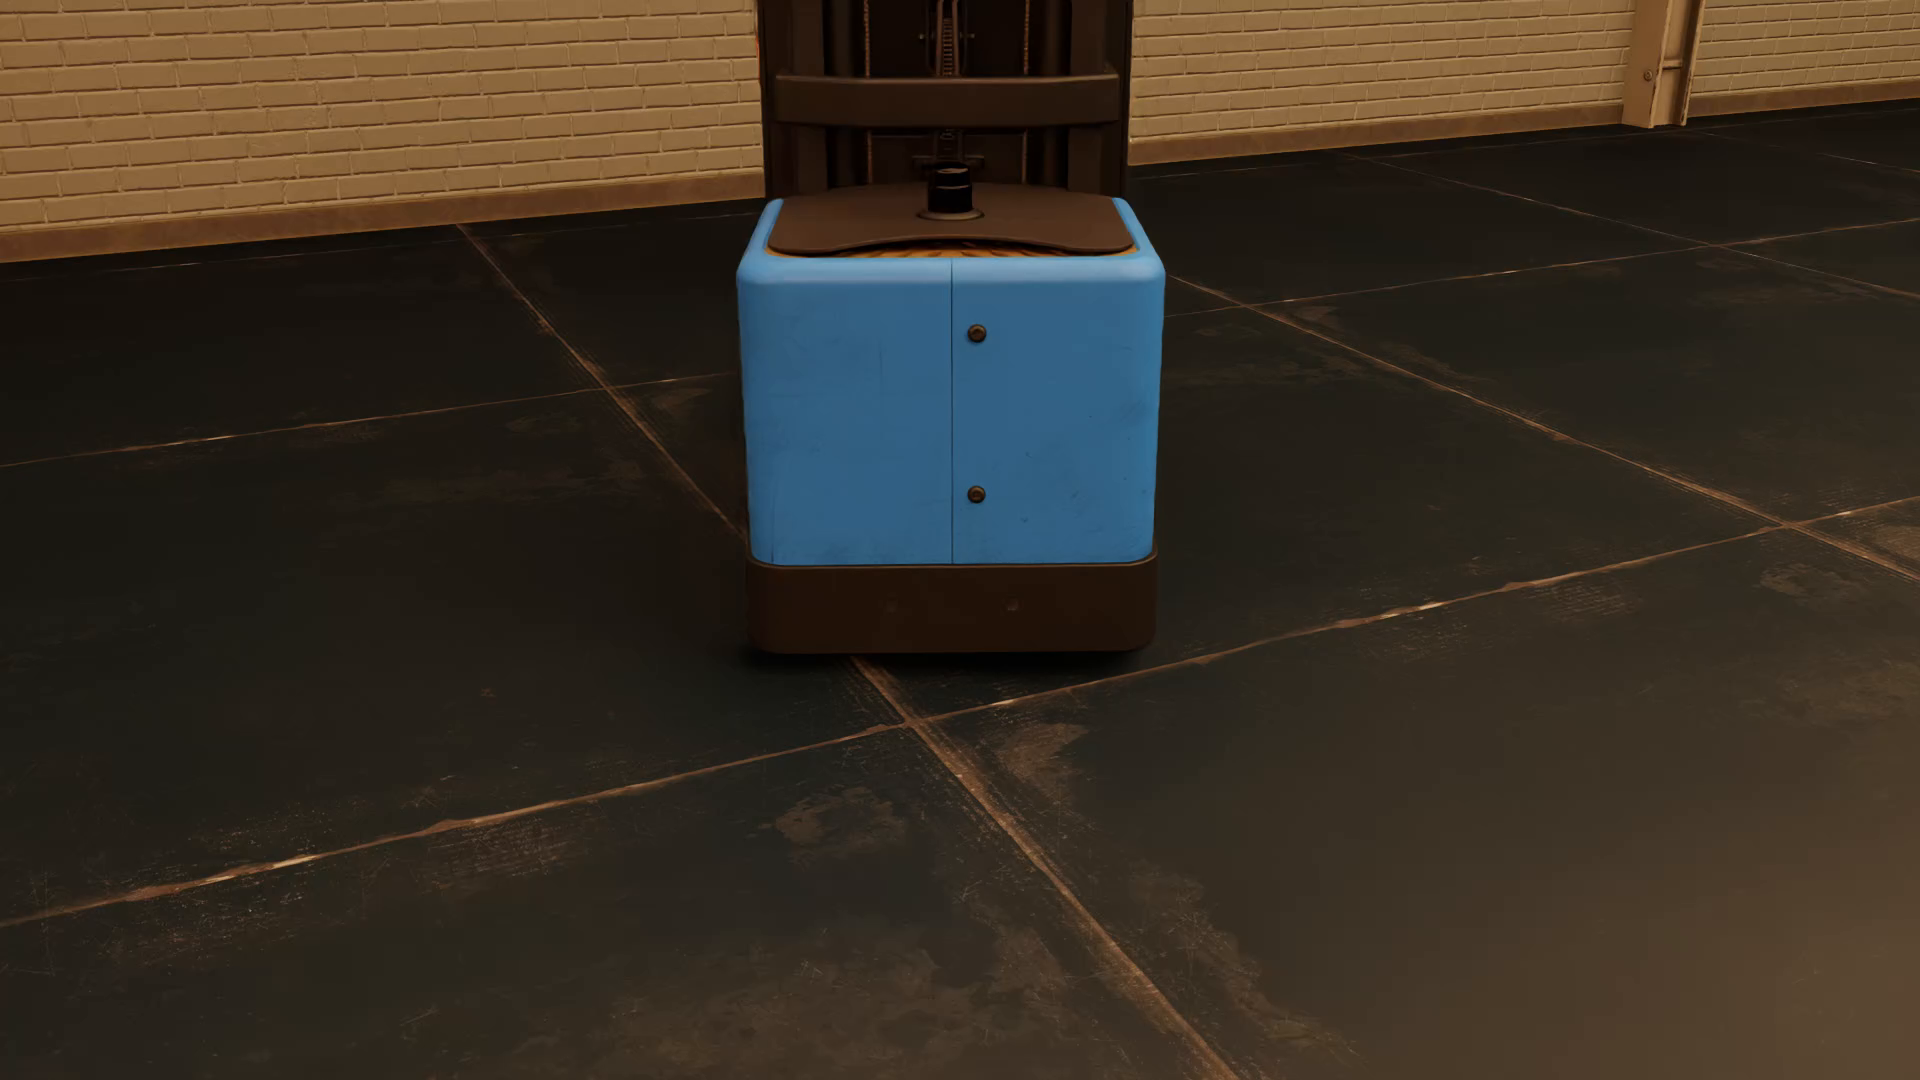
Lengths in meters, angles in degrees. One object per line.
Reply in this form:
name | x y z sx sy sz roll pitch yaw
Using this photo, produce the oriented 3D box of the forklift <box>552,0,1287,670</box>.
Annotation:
forklift | -0.408 -1.534 4.979 1.130 2.935 3.031 -16 27 -33
